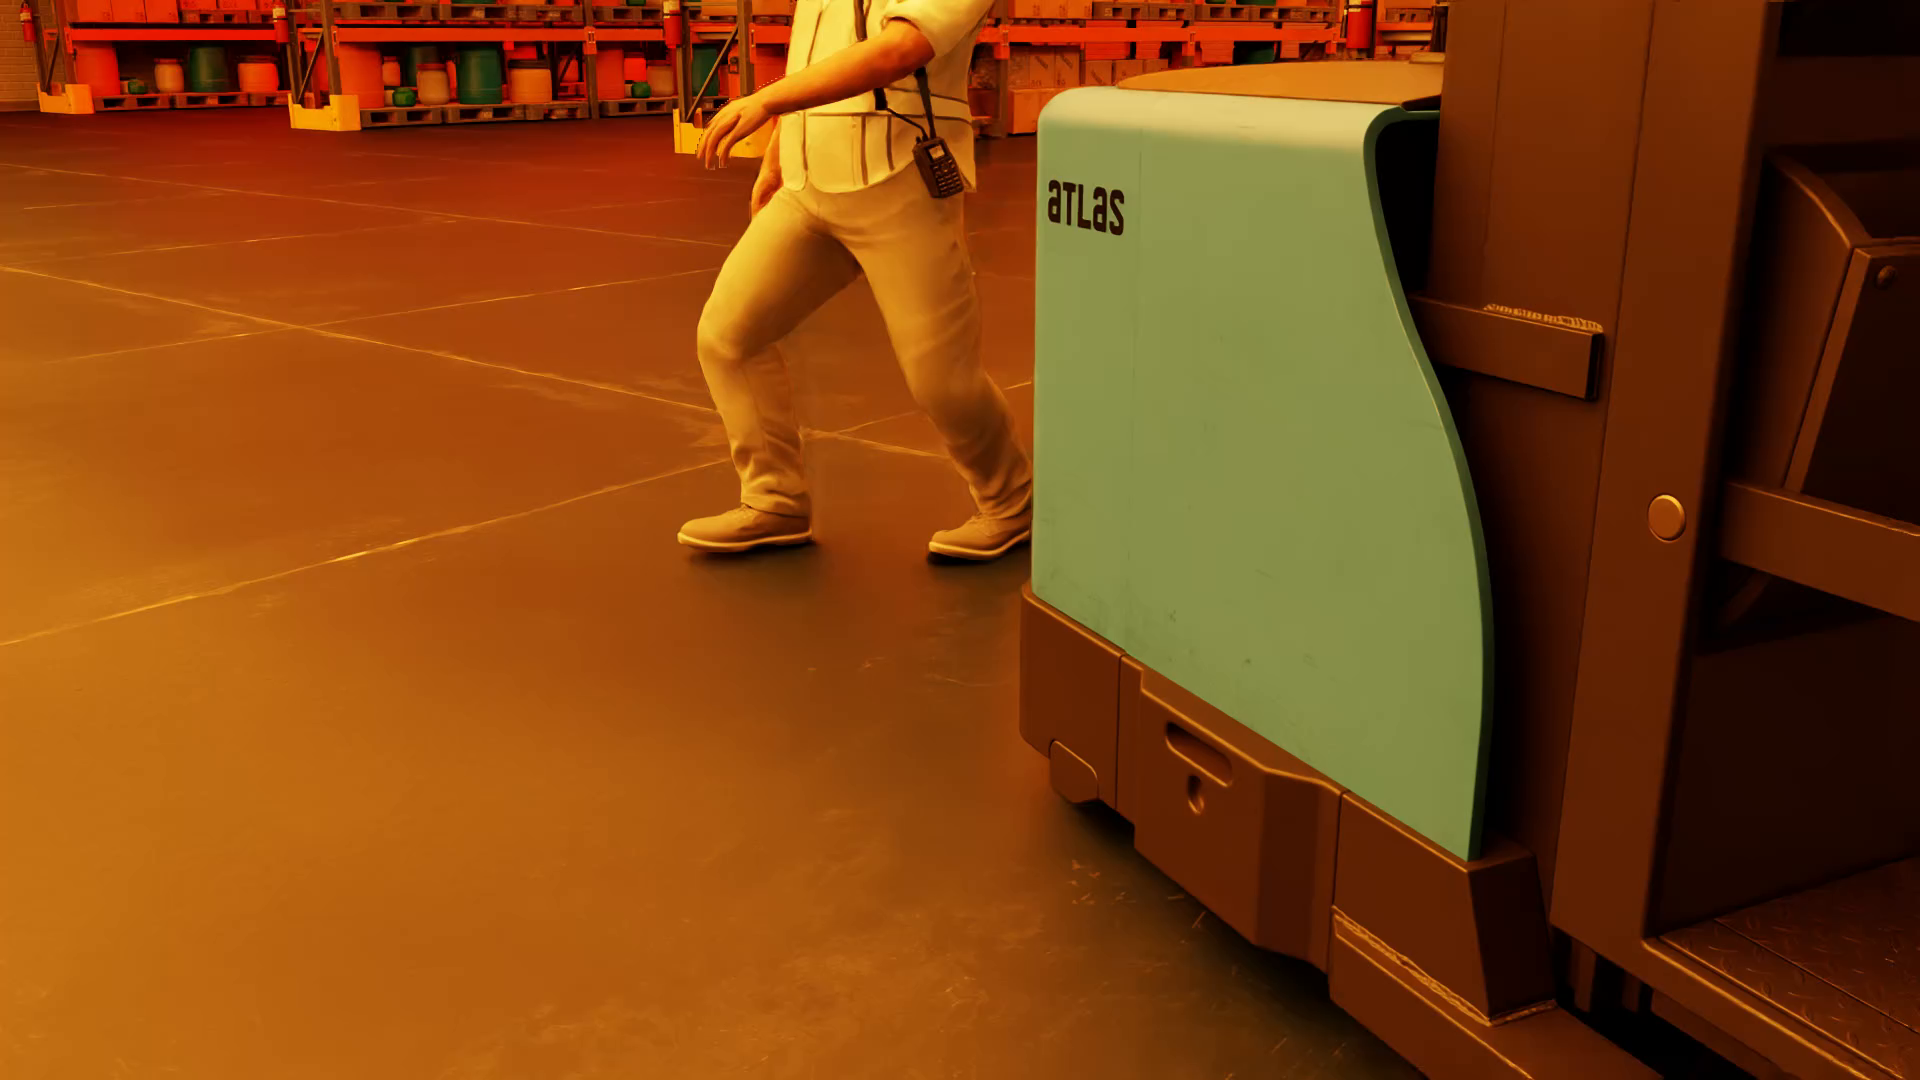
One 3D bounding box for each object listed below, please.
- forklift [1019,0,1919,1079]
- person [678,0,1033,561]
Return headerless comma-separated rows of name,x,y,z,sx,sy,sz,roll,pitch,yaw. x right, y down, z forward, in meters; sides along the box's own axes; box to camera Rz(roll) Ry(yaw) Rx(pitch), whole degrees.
forklift,1.191,-0.710,1.236,1.130,2.935,3.031,-8,19,-25
person,-0.261,-0.764,3.603,0.722,1.662,0.811,16,23,42
